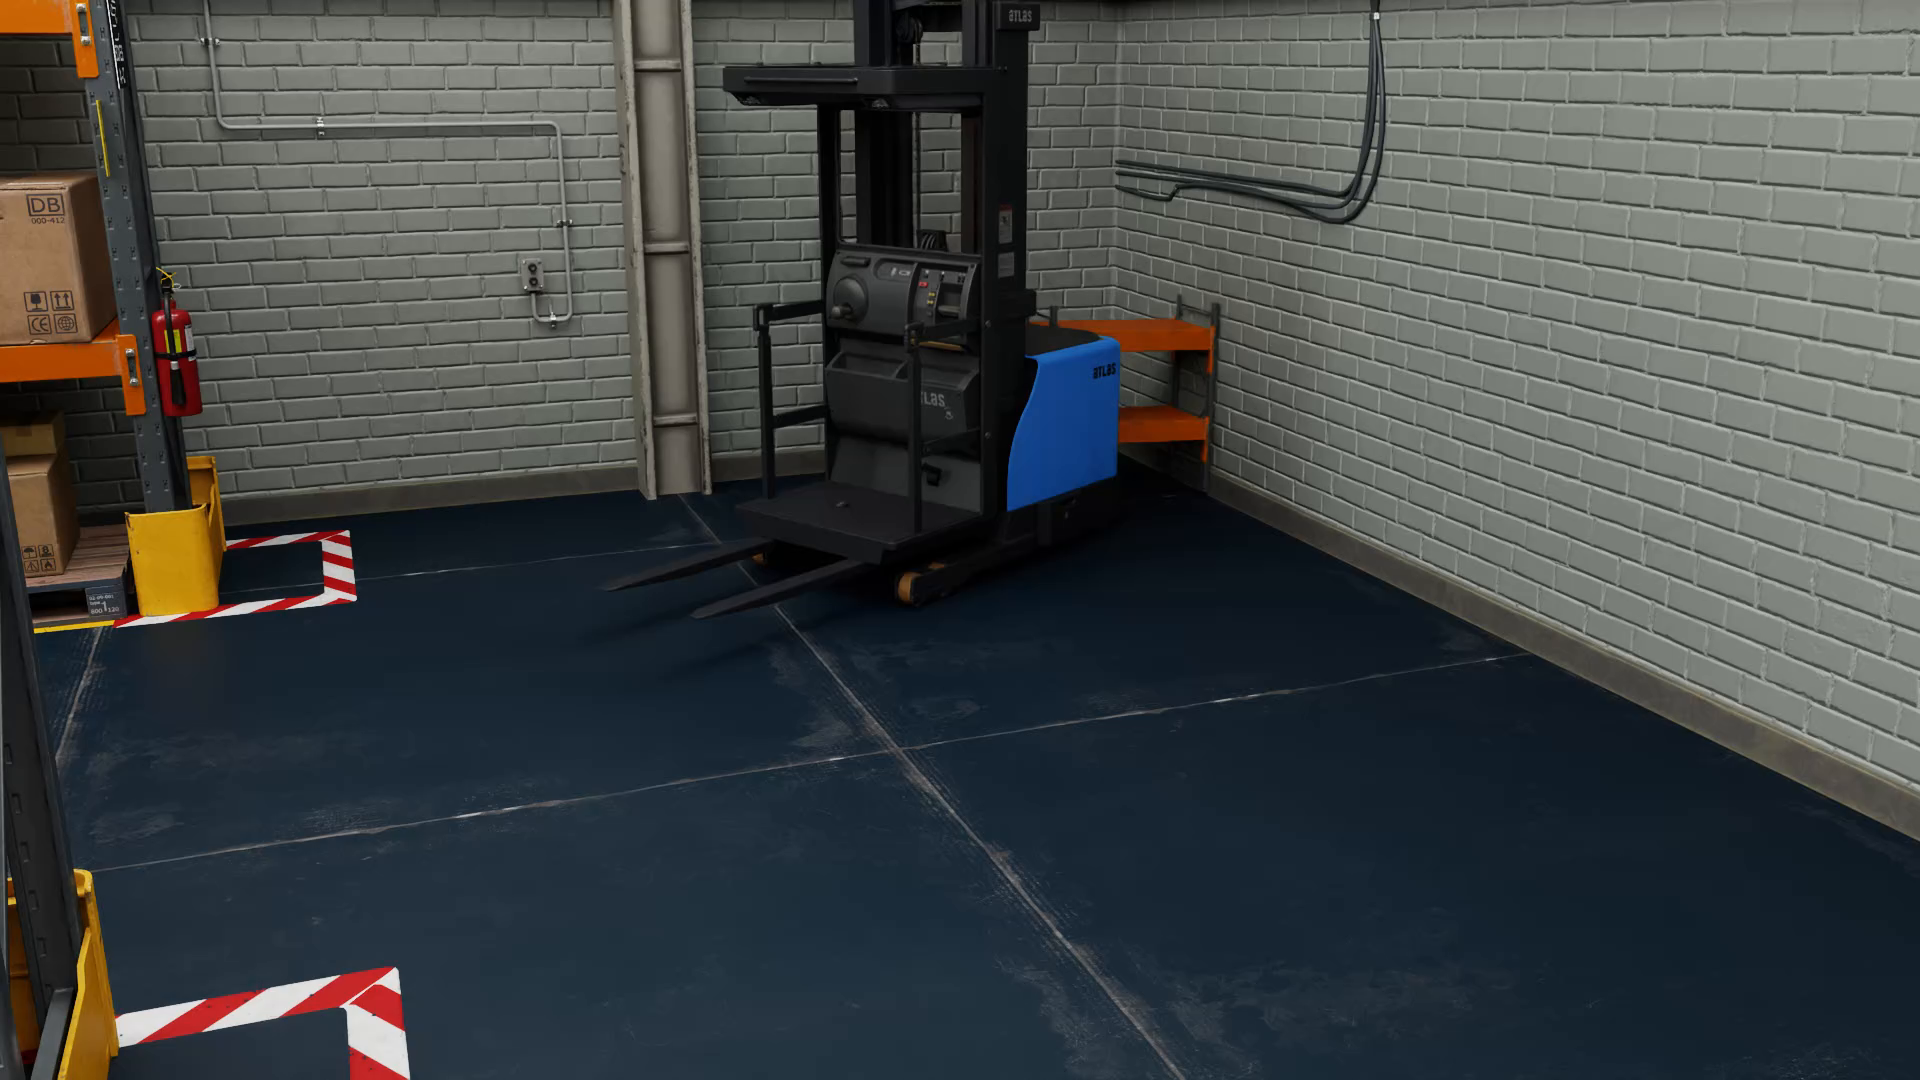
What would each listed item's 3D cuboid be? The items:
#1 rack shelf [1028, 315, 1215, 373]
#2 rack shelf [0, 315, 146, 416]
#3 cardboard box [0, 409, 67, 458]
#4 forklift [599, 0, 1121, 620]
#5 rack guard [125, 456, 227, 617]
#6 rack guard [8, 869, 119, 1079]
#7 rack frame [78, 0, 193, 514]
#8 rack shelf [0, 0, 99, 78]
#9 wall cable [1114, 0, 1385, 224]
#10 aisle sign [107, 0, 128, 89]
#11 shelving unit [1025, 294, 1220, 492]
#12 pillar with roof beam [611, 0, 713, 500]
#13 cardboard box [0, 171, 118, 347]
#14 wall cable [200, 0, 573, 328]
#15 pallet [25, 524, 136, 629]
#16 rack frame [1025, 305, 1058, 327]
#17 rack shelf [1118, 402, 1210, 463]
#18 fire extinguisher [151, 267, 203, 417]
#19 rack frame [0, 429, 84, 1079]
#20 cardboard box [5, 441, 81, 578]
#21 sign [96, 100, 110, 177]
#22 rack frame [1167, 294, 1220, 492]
[{"bbox_3d":[0.933,-1.149,9.825,1.000,0.278,0.538,-4,15,-19],"label":"rack shelf"},{"bbox_3d":[-5.811,-0.692,7.407,4.000,0.370,1.077,-6,17,-20],"label":"rack shelf"},{"bbox_3d":[-4.517,-0.520,8.086,0.250,0.149,0.380,-6,17,-20],"label":"cardboard box"},{"bbox_3d":[-0.430,-1.245,8.136,1.130,2.935,3.031,13,21,37],"label":"forklift"},{"bbox_3d":[-3.921,-0.042,8.352,0.348,0.500,1.175,-6,17,-20],"label":"rack guard"},{"bbox_3d":[-2.239,1.271,3.881,0.348,0.500,1.175,-6,17,-20],"label":"rack guard"},{"bbox_3d":[-3.944,-1.239,7.992,0.127,3.000,1.000,-6,17,-20],"label":"rack frame"},{"bbox_3d":[-5.811,-2.131,6.984,4.000,0.370,1.077,-6,17,-20],"label":"rack shelf"},{"bbox_3d":[1.465,-3.103,9.206,0.112,2.526,3.097,-6,17,-20],"label":"wall cable"},{"bbox_3d":[-3.769,-2.414,7.382,0.004,0.787,0.394,-6,17,-20],"label":"aisle sign"},{"bbox_3d":[0.926,-0.866,9.899,1.048,1.125,0.538,-4,15,-19],"label":"shelving unit"},{"bbox_3d":[-0.192,-3.484,4.992,0.400,9.000,9.100,-6,17,-20],"label":"pillar with roof beam"},{"bbox_3d":[-4.417,-1.328,7.766,0.700,0.700,0.980,-5,17,-18],"label":"cardboard box"},{"bbox_3d":[-3.087,-2.104,9.136,1.851,1.984,0.084,-6,17,-20],"label":"wall cable"},{"bbox_3d":[-4.662,0.201,8.040,1.213,0.211,1.003,-6,17,-20],"label":"pallet"},{"bbox_3d":[0.445,-0.836,9.737,0.032,1.125,0.500,-4,15,-19],"label":"rack frame"},{"bbox_3d":[0.920,-0.629,9.961,1.000,0.278,0.538,-4,15,-19],"label":"rack shelf"},{"bbox_3d":[-3.638,-0.916,7.694,0.183,0.674,0.296,-6,17,-20],"label":"fire extinguisher"},{"bbox_3d":[-2.168,0.064,3.555,0.127,3.000,1.000,-6,17,-20],"label":"rack frame"},{"bbox_3d":[-4.562,-0.144,7.955,0.500,0.500,0.700,-6,17,-20],"label":"cardboard box"},{"bbox_3d":[-3.763,-1.764,7.305,0.005,0.325,0.100,-6,17,-20],"label":"sign"},{"bbox_3d":[1.407,-0.896,10.060,0.032,1.125,0.500,-4,15,-19],"label":"rack frame"}]
